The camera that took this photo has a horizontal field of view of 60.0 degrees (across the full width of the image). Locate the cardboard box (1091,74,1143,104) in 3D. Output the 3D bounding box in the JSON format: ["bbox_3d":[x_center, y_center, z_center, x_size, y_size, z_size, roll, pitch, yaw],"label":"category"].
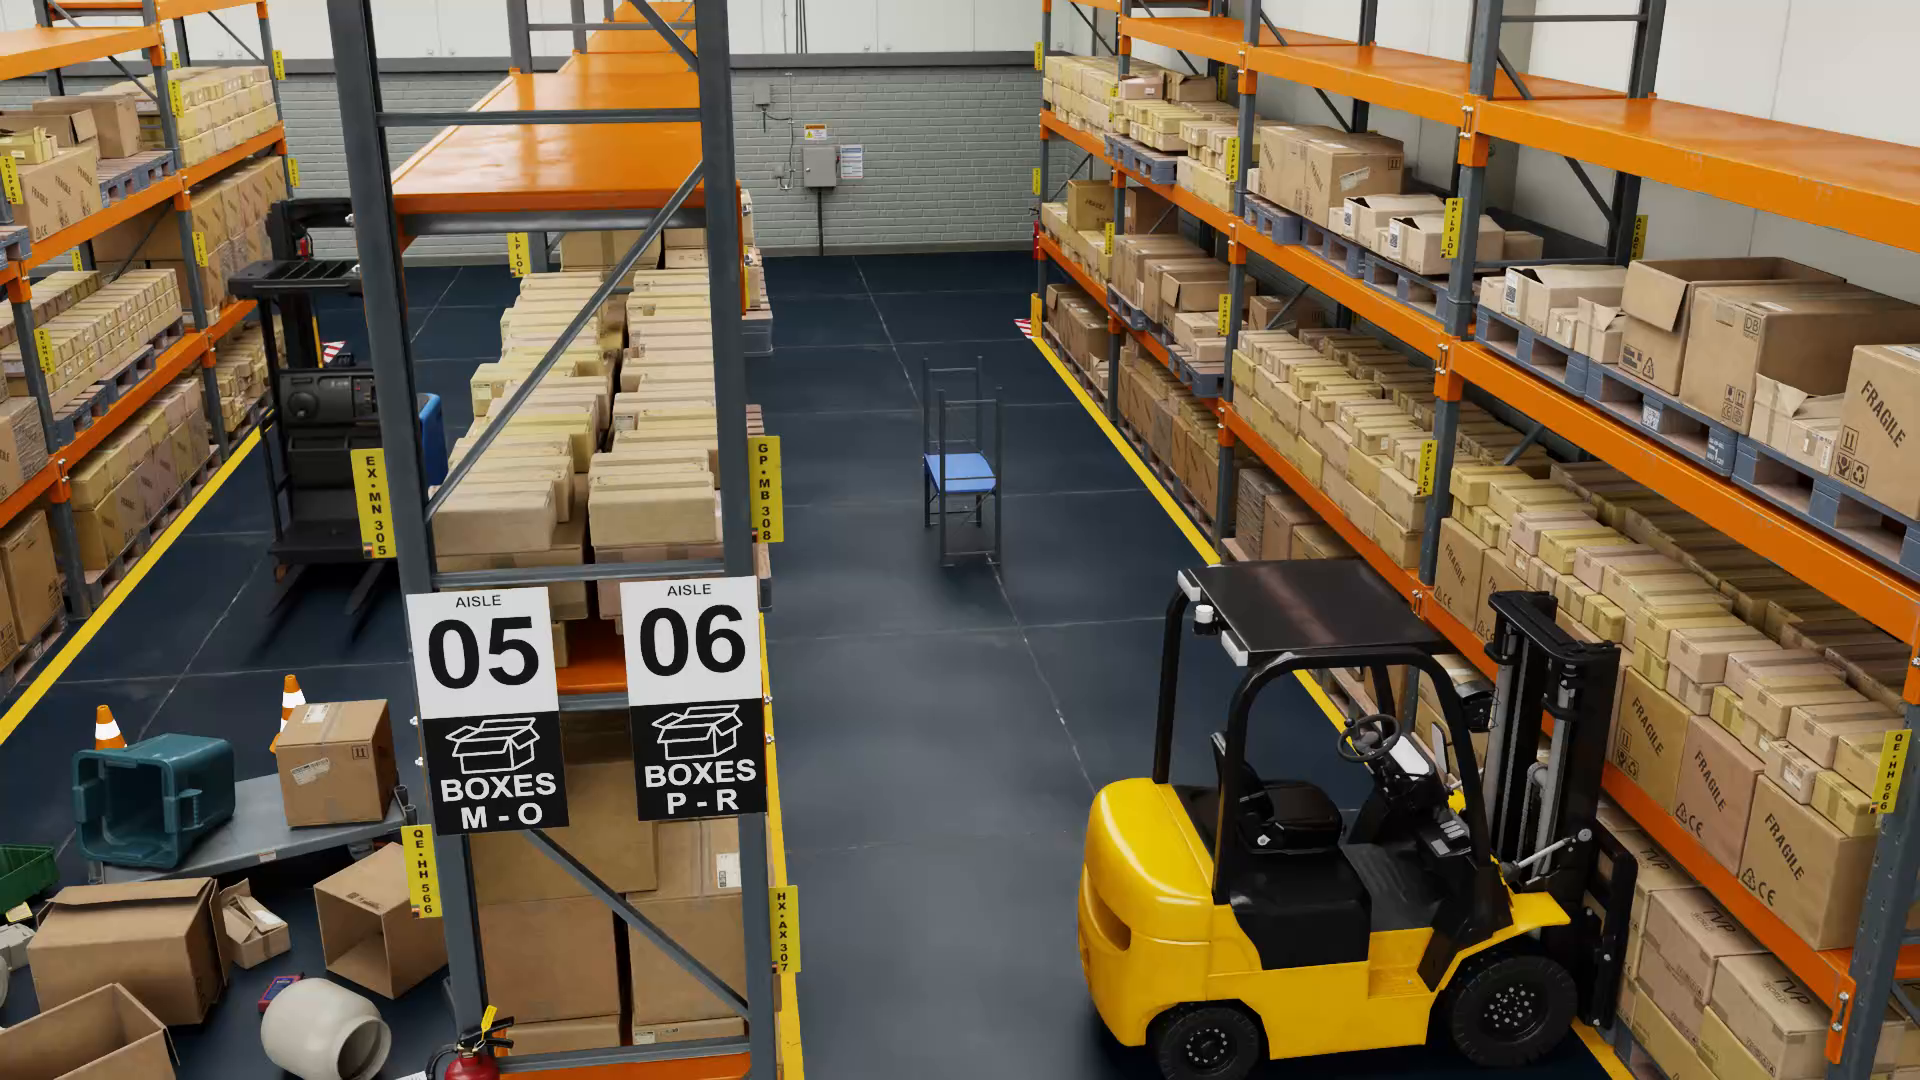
[{"bbox_3d":[1.681,-4.756,17.525,0.500,0.250,0.500,-3,21,-9],"label":"cardboard box"}]

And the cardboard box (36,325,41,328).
[{"bbox_3d":[-7.892,-1.691,13.865,0.380,0.149,0.250,-3,21,-9],"label":"cardboard box"}]

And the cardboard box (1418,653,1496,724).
[{"bbox_3d":[2.986,0.866,9.585,0.500,0.250,0.500,-3,21,-9],"label":"cardboard box"}]

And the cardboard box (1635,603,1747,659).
[{"bbox_3d":[3.260,0.405,7.425,0.380,0.149,0.250,-3,21,-7],"label":"cardboard box"}]

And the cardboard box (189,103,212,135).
[{"bbox_3d":[-7.621,-4.094,16.178,0.500,0.250,0.500,-3,21,-8],"label":"cardboard box"}]

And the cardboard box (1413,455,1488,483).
[{"bbox_3d":[2.958,-0.398,9.999,0.380,0.149,0.250,-2,21,-6],"label":"cardboard box"}]

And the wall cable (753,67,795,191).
[{"bbox_3d":[-2.848,-6.346,25.542,0.588,1.984,0.122,-3,21,-8],"label":"wall cable"}]

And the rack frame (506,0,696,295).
[{"bbox_3d":[-1.685,-2.499,8.120,1.000,3.000,0.127,-3,21,-8],"label":"rack frame"}]

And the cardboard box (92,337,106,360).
[{"bbox_3d":[-7.170,-1.544,13.472,0.380,0.149,0.250,-3,21,-8],"label":"cardboard box"}]

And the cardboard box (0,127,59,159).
[{"bbox_3d":[-7.081,-3.018,12.560,0.396,0.266,0.258,-3,21,-8],"label":"cardboard box"}]

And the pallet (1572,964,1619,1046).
[{"bbox_3d":[3.479,2.067,8.455,1.003,0.211,1.213,-3,21,-8],"label":"pallet"}]

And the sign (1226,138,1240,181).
[{"bbox_3d":[2.113,-2.946,12.864,0.100,0.325,0.005,-3,21,-8],"label":"sign"}]

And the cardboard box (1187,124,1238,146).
[{"bbox_3d":[2.160,-3.452,14.179,0.380,0.149,0.250,-3,21,-9],"label":"cardboard box"}]

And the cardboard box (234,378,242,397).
[{"bbox_3d":[-7.689,-1.575,17.270,0.380,0.149,0.250,-4,21,-11],"label":"cardboard box"}]

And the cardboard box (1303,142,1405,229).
[{"bbox_3d":[2.660,-2.405,11.270,0.500,0.500,0.500,-2,21,-6],"label":"cardboard box"}]

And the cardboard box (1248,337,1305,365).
[{"bbox_3d":[2.444,-1.458,12.838,0.380,0.149,0.250,-2,21,-7],"label":"cardboard box"}]

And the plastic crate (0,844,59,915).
[{"bbox_3d":[-5.247,1.881,8.905,0.450,0.188,0.662,-2,18,24],"label":"plastic crate"}]

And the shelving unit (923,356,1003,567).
[{"bbox_3d":[0.012,-0.673,13.949,0.538,1.500,1.048,-3,21,-8],"label":"shelving unit"}]

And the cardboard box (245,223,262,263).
[{"bbox_3d":[-7.765,-3.075,17.669,0.500,0.500,0.500,-2,21,-5],"label":"cardboard box"}]

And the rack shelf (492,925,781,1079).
[{"bbox_3d":[-1.396,1.341,7.441,1.077,0.370,4.000,-3,21,-8],"label":"rack shelf"}]

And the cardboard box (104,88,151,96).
[{"bbox_3d":[-8.083,-4.294,16.144,0.380,0.149,0.250,-2,21,-6],"label":"cardboard box"}]

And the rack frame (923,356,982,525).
[{"bbox_3d":[-0.061,-0.849,14.420,0.500,1.500,0.032,-3,21,-8],"label":"rack frame"}]

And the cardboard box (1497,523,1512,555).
[{"bbox_3d":[3.116,0.011,8.903,0.380,0.149,0.250,-3,21,-8],"label":"cardboard box"}]

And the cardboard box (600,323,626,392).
[{"bbox_3d":[-1.809,-0.819,7.697,0.500,0.250,0.500,-3,21,-8],"label":"cardboard box"}]

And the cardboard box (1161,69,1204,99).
[{"bbox_3d":[2.185,-4.472,16.288,0.396,0.266,0.258,-3,21,-9],"label":"cardboard box"}]

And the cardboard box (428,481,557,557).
[{"bbox_3d":[-1.449,-0.067,5.114,0.380,0.149,0.250,-3,21,-7],"label":"cardboard box"}]

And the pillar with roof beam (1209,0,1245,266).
[{"bbox_3d":[-1.395,-5.590,16.395,9.100,9.000,0.400,-3,21,-8],"label":"pillar with roof beam"}]

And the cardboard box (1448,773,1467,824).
[{"bbox_3d":[3.057,1.510,9.289,0.500,0.250,0.500,-3,21,-9],"label":"cardboard box"}]

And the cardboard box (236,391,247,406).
[{"bbox_3d":[-7.668,-1.438,17.328,0.380,0.149,0.250,-3,21,-9],"label":"cardboard box"}]

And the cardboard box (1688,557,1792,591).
[{"bbox_3d":[3.730,0.199,7.974,0.380,0.149,0.250,-2,21,-6],"label":"cardboard box"}]

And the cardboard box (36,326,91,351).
[{"bbox_3d":[-7.130,-1.586,13.158,0.380,0.149,0.250,-4,21,-10],"label":"cardboard box"}]

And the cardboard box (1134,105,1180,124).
[{"bbox_3d":[1.849,-3.988,15.585,0.380,0.149,0.250,-3,21,-9],"label":"cardboard box"}]

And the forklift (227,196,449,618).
[{"bbox_3d":[-4.949,-1.140,13.153,1.130,2.935,3.031,-2,21,-5],"label":"forklift"}]

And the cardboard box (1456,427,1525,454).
[{"bbox_3d":[3.366,-0.605,10.554,0.380,0.149,0.250,-3,21,-8],"label":"cardboard box"}]

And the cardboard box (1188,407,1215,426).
[{"bbox_3d":[2.271,-1.093,14.975,0.380,0.149,0.250,-2,21,-6],"label":"cardboard box"}]

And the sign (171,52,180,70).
[{"bbox_3d":[-8.835,-5.346,18.780,0.100,0.325,0.005,-3,21,-8],"label":"sign"}]

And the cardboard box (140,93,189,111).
[{"bbox_3d":[-7.530,-4.138,15.727,0.380,0.149,0.250,-4,21,-10],"label":"cardboard box"}]

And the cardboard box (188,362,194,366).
[{"bbox_3d":[-8.240,-1.779,17.390,0.380,0.149,0.250,-4,21,-10],"label":"cardboard box"}]

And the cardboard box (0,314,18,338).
[{"bbox_3d":[-7.853,-1.741,13.573,0.380,0.149,0.250,-2,21,-5],"label":"cardboard box"}]

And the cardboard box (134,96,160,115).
[{"bbox_3d":[-7.524,-4.043,15.470,0.380,0.149,0.250,-3,21,-9],"label":"cardboard box"}]

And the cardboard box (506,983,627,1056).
[{"bbox_3d":[-1.373,1.695,5.823,0.380,0.149,0.250,-2,21,-6],"label":"cardboard box"}]

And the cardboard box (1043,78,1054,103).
[{"bbox_3d":[1.290,-5.402,19.968,0.500,0.250,0.500,-3,21,-8],"label":"cardboard box"}]

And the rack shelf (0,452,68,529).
[{"bbox_3d":[-6.857,0.241,10.387,1.077,0.370,4.000,-3,21,-8],"label":"rack shelf"}]

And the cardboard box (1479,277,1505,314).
[{"bbox_3d":[2.991,-1.301,8.814,0.380,0.149,0.250,-2,21,-7],"label":"cardboard box"}]

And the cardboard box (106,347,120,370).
[{"bbox_3d":[-7.203,-1.492,13.756,0.380,0.149,0.250,-3,21,-7],"label":"cardboard box"}]

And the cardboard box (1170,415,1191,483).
[{"bbox_3d":[2.237,-0.841,15.228,0.500,0.500,0.500,-2,21,-5],"label":"cardboard box"}]

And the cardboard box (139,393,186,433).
[{"bbox_3d":[-7.303,-1.127,14.921,0.500,0.250,0.500,-2,21,-5],"label":"cardboard box"}]

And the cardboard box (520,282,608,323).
[{"bbox_3d":[-1.896,-1.135,7.976,0.380,0.149,0.250,-2,21,-6],"label":"cardboard box"}]

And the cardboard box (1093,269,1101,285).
[{"bbox_3d":[1.657,-2.868,18.041,0.380,0.149,0.250,-2,21,-6],"label":"cardboard box"}]

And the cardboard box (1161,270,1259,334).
[{"bbox_3d":[2.232,-2.126,14.948,0.797,0.503,0.637,-3,21,-9],"label":"cardboard box"}]

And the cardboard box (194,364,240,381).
[{"bbox_3d":[-7.693,-1.716,17.221,0.380,0.149,0.250,-3,21,-9],"label":"cardboard box"}]

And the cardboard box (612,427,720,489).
[{"bbox_3d":[-0.984,-0.274,5.669,0.380,0.149,0.250,-3,21,-8],"label":"cardboard box"}]

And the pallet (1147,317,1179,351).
[{"bbox_3d":[2.365,-1.908,15.387,1.003,0.211,1.213,-3,21,-8],"label":"pallet"}]

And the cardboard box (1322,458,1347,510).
[{"bbox_3d":[2.776,-0.378,11.231,0.500,0.250,0.500,-3,21,-7],"label":"cardboard box"}]

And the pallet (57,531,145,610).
[{"bbox_3d":[-7.256,0.247,13.328,1.003,0.211,1.213,-3,21,-8],"label":"pallet"}]

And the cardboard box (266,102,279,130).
[{"bbox_3d":[-7.971,-4.749,18.647,0.500,0.250,0.500,-3,21,-9],"label":"cardboard box"}]

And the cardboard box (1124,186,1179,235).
[{"bbox_3d":[2.122,-3.659,18.518,0.500,0.500,0.500,-3,21,-9],"label":"cardboard box"}]

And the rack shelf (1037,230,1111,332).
[{"bbox_3d":[1.785,-3.065,19.239,1.077,0.370,4.000,-3,21,-8],"label":"rack shelf"}]
